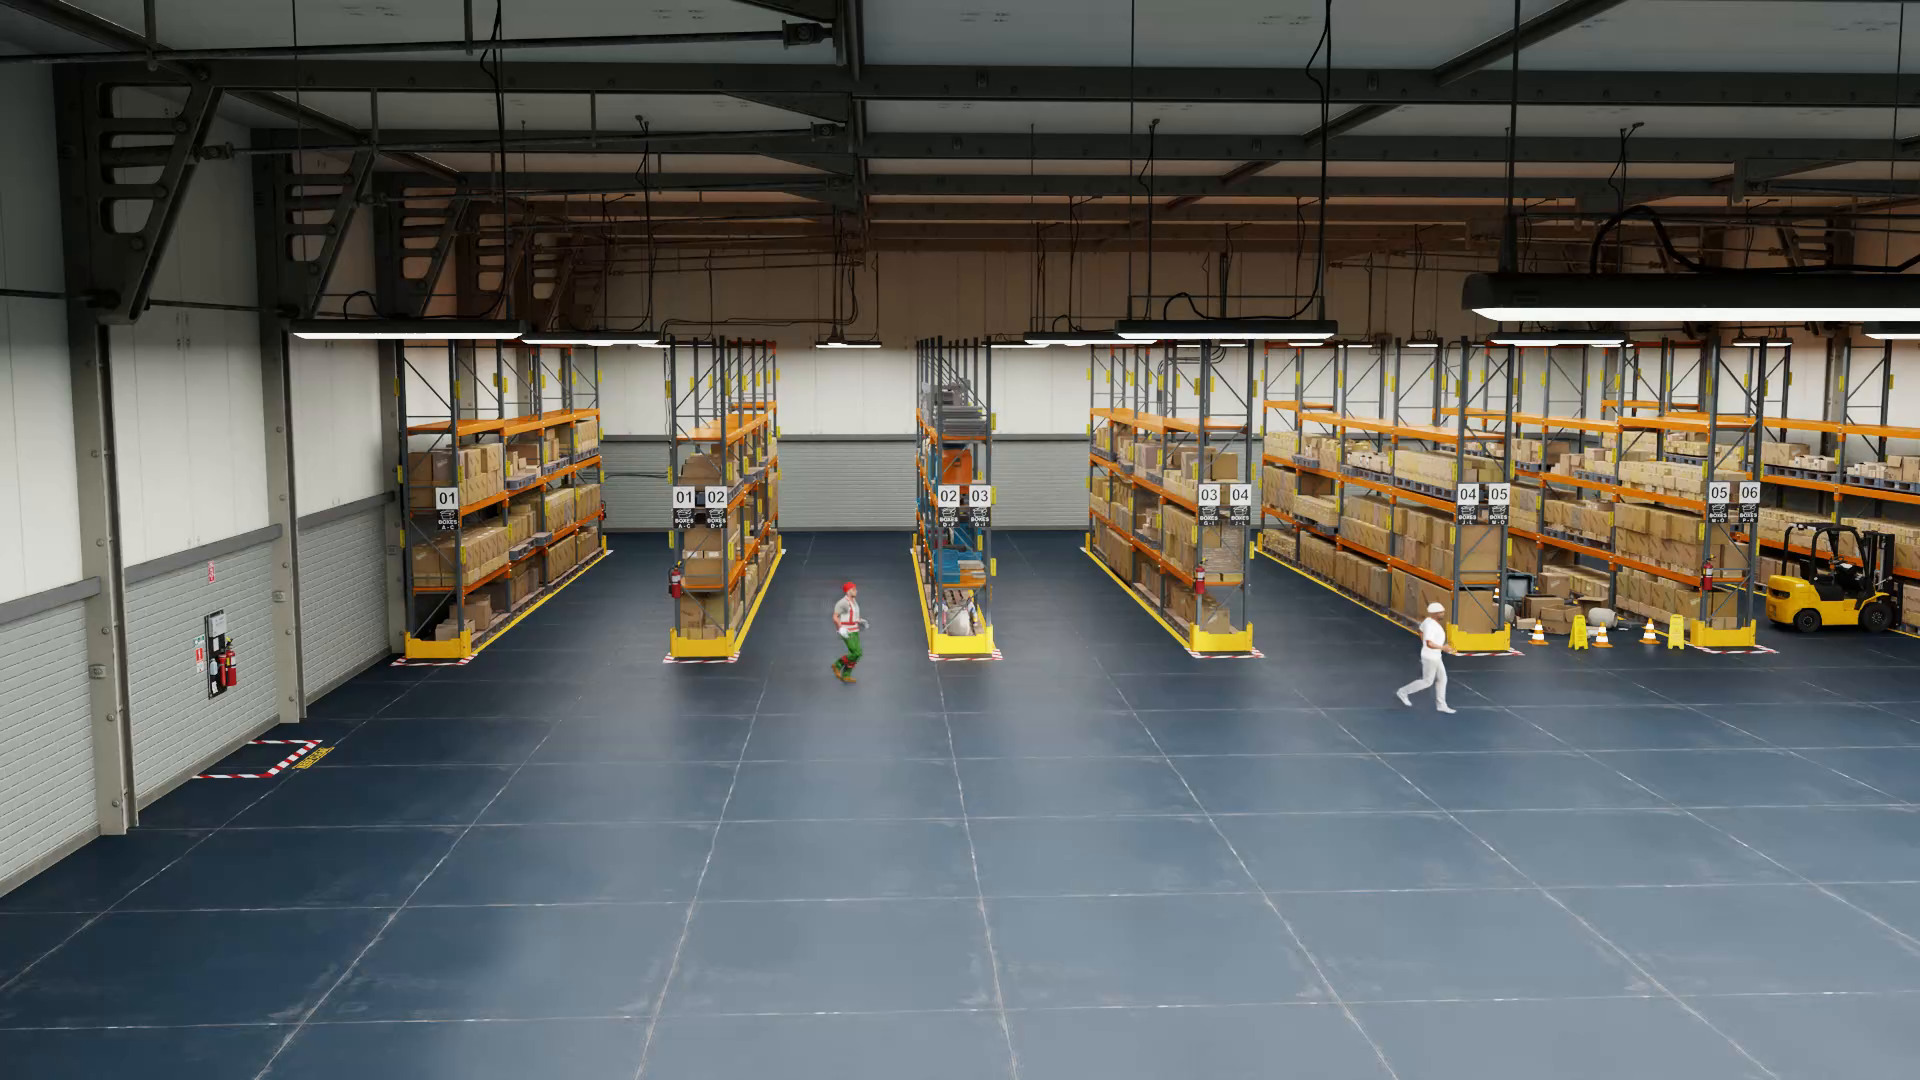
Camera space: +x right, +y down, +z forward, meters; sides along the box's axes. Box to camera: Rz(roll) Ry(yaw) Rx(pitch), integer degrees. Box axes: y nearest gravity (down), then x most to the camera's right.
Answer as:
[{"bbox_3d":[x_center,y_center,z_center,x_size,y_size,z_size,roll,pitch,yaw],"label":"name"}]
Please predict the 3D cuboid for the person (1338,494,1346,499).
[{"bbox_3d":[10.857,-0.455,47.169,0.580,1.728,0.767,-2,7,-17],"label":"person"}]

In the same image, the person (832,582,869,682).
[{"bbox_3d":[-1.905,1.591,28.782,0.588,1.750,0.672,2,7,19],"label":"person"}]

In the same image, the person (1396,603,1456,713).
[{"bbox_3d":[7.414,1.864,26.366,0.926,1.762,0.682,2,7,19],"label":"person"}]
